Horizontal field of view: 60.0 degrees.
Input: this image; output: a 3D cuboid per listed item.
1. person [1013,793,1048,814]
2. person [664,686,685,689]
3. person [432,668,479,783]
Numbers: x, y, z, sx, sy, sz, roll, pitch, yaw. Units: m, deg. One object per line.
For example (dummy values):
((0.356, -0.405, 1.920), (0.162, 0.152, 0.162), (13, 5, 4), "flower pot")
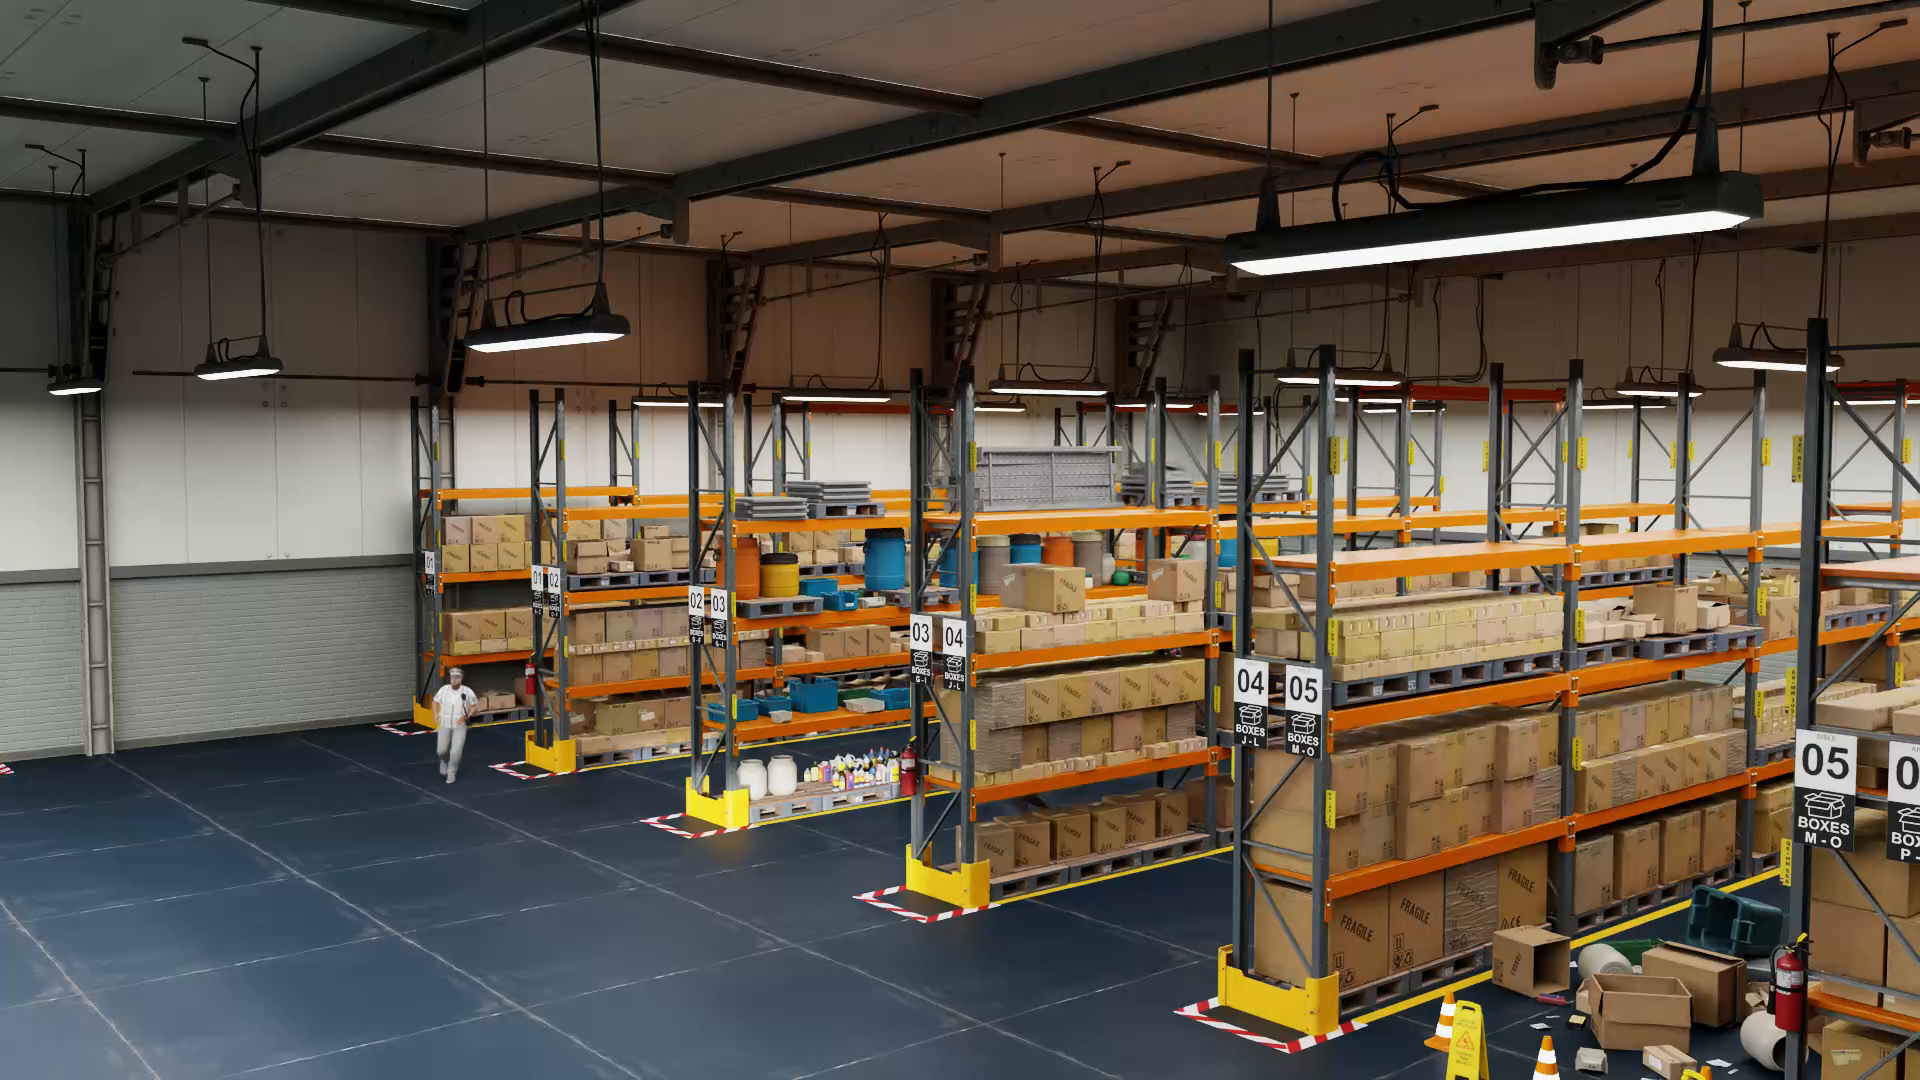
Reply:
((0.902, 3.043, 22.369), (0.557, 1.627, 0.584), (-3, 5, -44), "person")
((-5.127, 2.575, 29.782), (0.642, 1.647, 0.569), (-3, 4, -42), "person")
((-7.704, 2.807, 25.358), (0.681, 1.743, 0.552), (0, 3, -8), "person")
